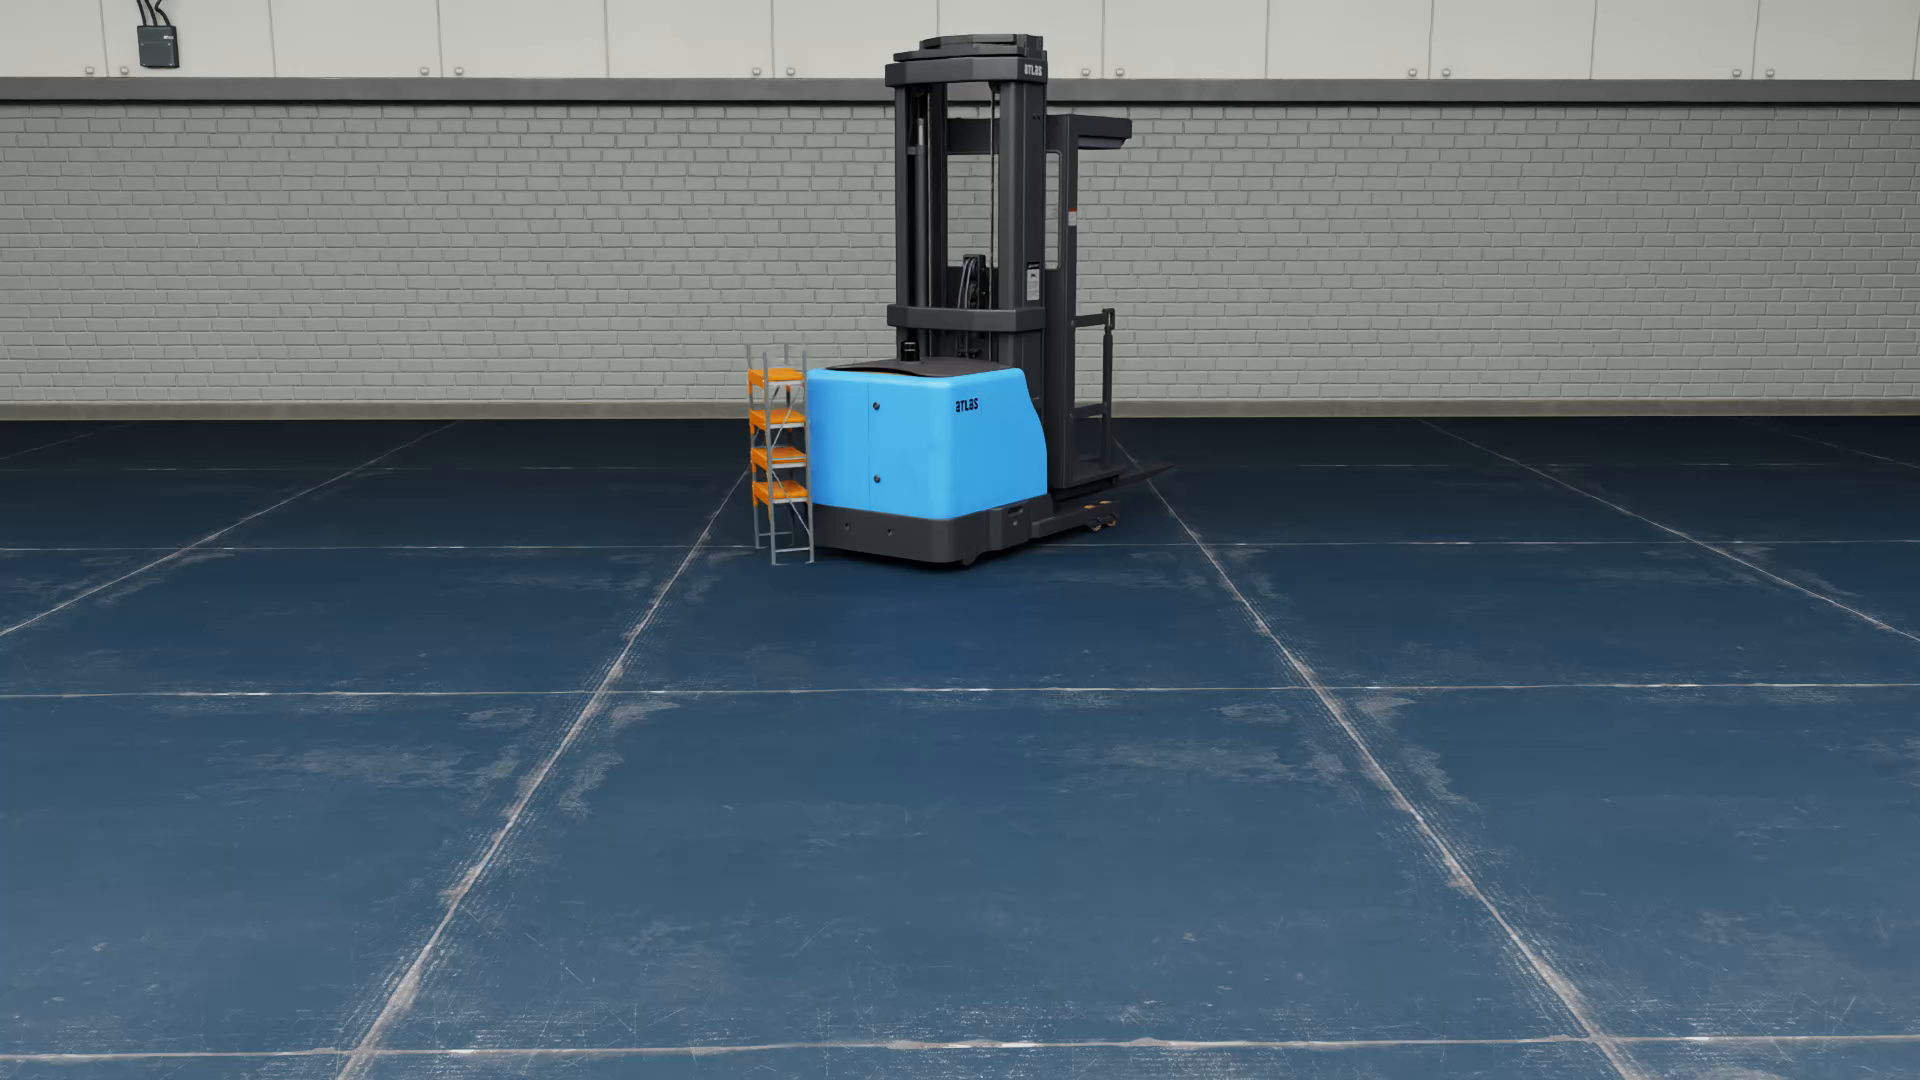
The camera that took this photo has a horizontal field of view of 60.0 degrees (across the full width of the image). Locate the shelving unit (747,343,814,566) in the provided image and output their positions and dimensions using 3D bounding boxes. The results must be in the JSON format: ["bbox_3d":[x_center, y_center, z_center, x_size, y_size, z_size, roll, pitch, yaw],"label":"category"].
[{"bbox_3d":[-1.025,-0.498,9.483,0.258,1.200,0.503,-5,12,-17],"label":"shelving unit"}]

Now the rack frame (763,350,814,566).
[{"bbox_3d":[-0.952,-0.452,9.255,0.240,1.200,0.015,-5,12,-17],"label":"rack frame"}]

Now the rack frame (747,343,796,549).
[{"bbox_3d":[-1.099,-0.544,9.711,0.240,1.200,0.015,-5,12,-17],"label":"rack frame"}]

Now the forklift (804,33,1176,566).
[{"bbox_3d":[0.358,-1.538,10.268,1.130,2.935,3.031,8,14,34],"label":"forklift"}]

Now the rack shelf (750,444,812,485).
[{"bbox_3d":[-1.024,-0.432,9.496,0.258,0.148,0.480,-5,12,-17],"label":"rack shelf"}]

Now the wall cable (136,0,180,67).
[{"bbox_3d":[-6.192,-7.199,14.359,2.305,6.003,0.169,0,11,-1],"label":"wall cable"}]

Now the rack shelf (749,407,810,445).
[{"bbox_3d":[-1.028,-0.651,9.451,0.258,0.148,0.480,-5,12,-17],"label":"rack shelf"}]

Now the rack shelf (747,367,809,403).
[{"bbox_3d":[-1.033,-0.883,9.402,0.258,0.148,0.480,-5,12,-17],"label":"rack shelf"}]

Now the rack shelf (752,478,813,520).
[{"bbox_3d":[-1.021,-0.238,9.537,0.258,0.148,0.480,-5,12,-17],"label":"rack shelf"}]
